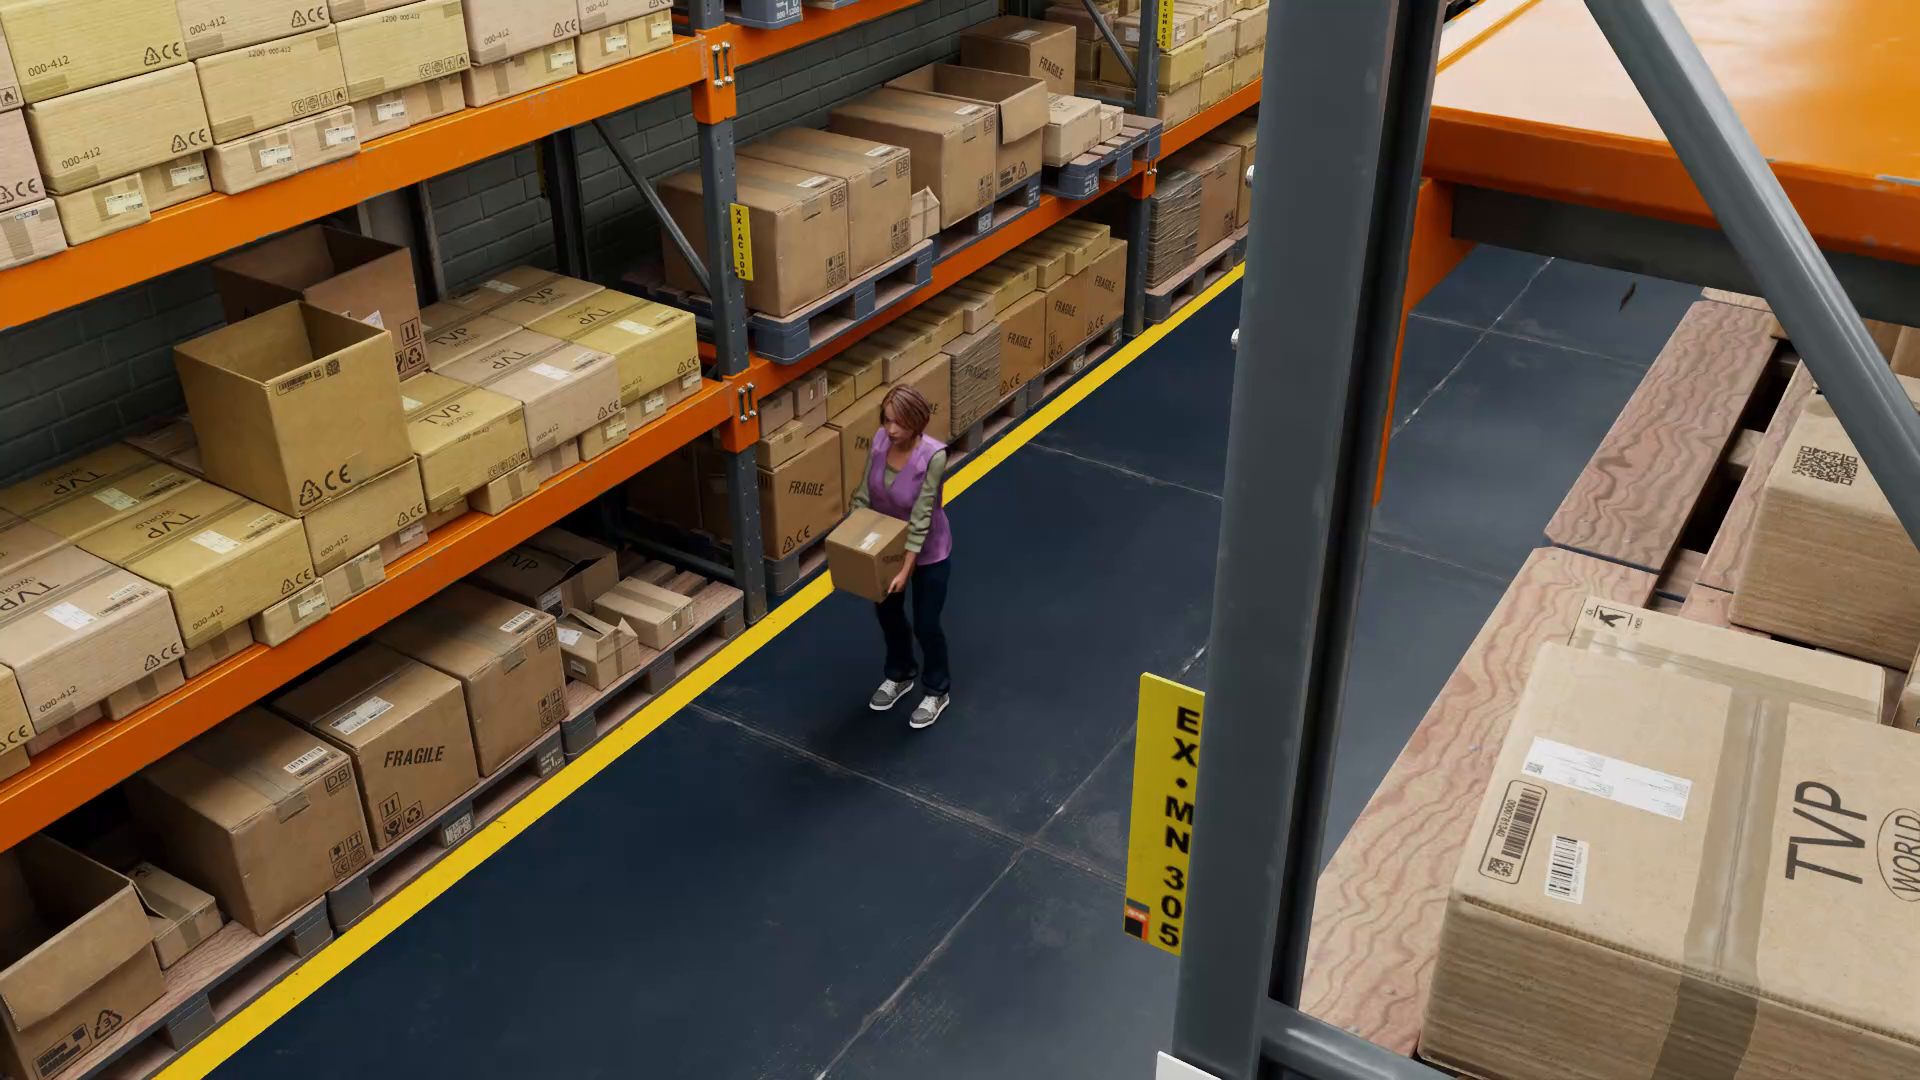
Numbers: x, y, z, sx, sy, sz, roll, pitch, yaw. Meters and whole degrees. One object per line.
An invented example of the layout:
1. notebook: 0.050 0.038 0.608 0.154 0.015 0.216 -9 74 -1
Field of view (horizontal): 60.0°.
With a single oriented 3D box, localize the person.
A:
1. person: -0.254 0.089 7.001 0.375 1.596 0.508 19 36 29
